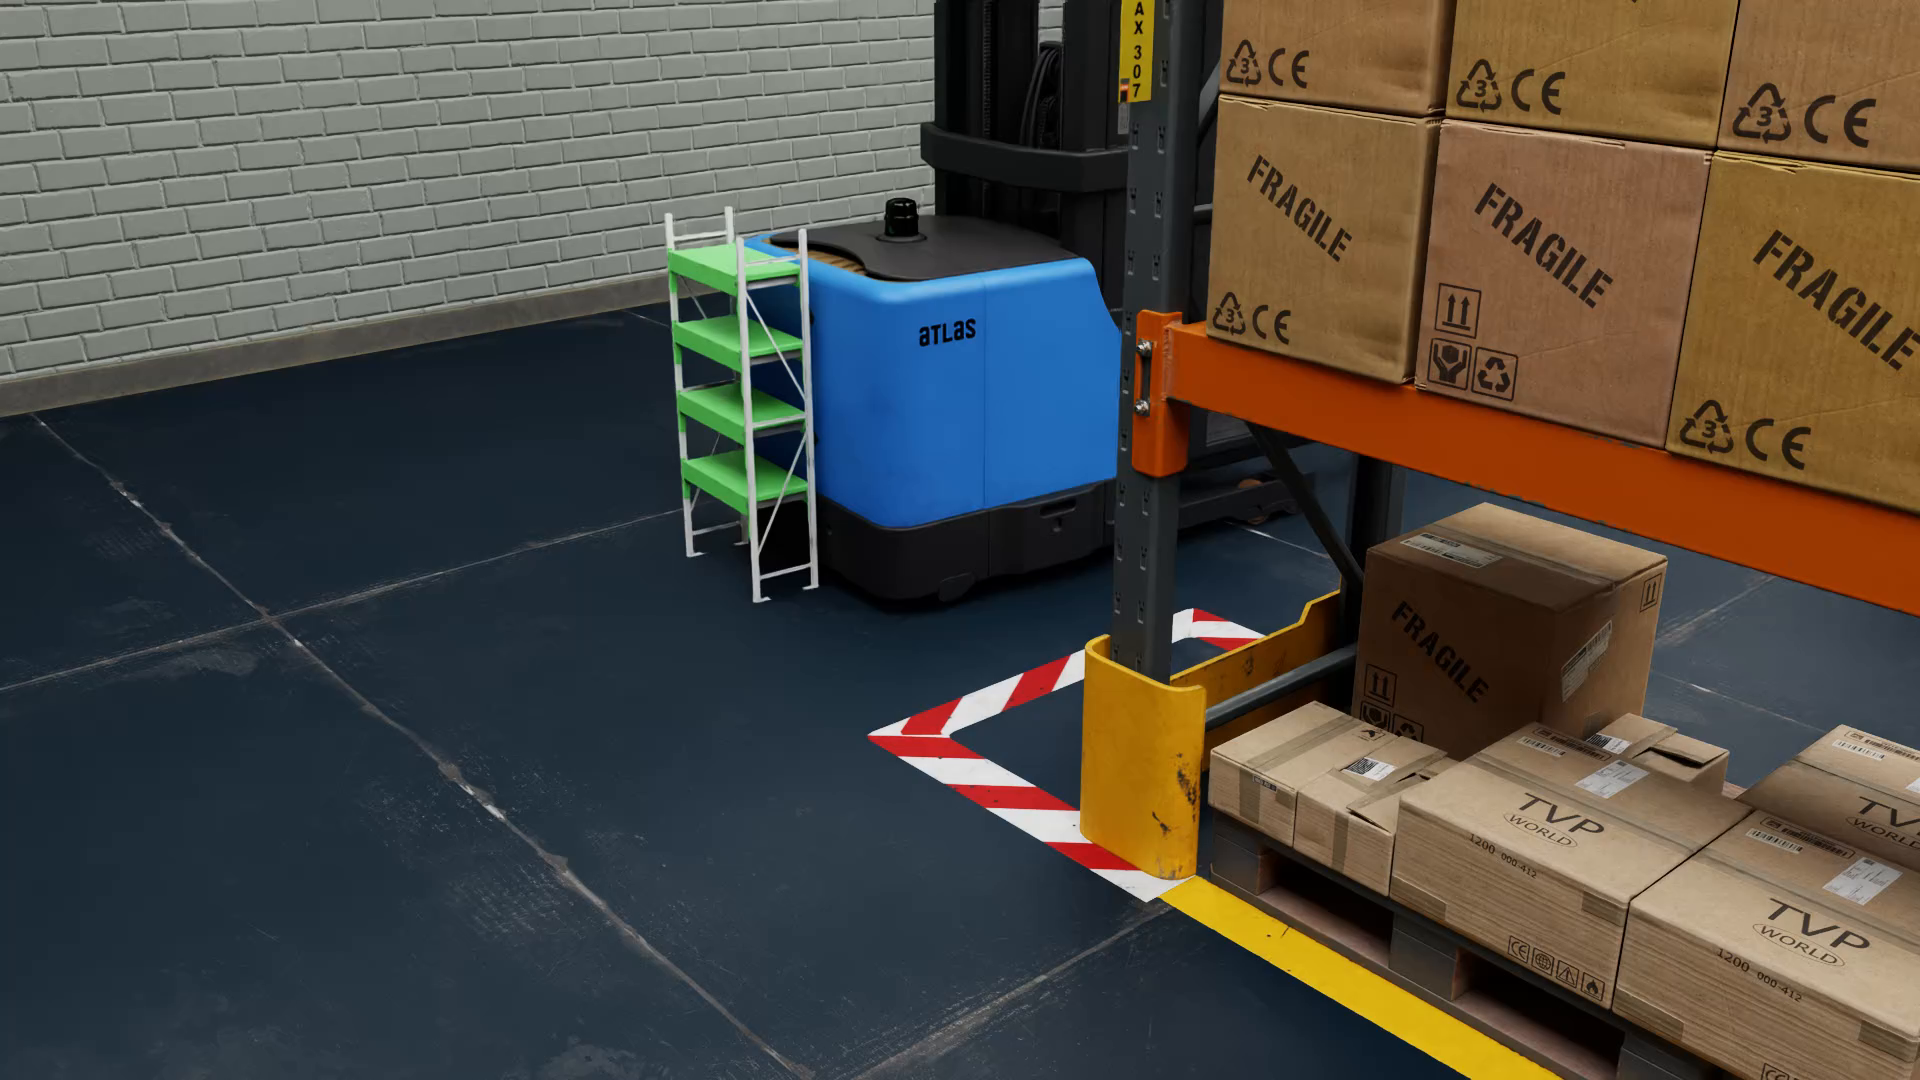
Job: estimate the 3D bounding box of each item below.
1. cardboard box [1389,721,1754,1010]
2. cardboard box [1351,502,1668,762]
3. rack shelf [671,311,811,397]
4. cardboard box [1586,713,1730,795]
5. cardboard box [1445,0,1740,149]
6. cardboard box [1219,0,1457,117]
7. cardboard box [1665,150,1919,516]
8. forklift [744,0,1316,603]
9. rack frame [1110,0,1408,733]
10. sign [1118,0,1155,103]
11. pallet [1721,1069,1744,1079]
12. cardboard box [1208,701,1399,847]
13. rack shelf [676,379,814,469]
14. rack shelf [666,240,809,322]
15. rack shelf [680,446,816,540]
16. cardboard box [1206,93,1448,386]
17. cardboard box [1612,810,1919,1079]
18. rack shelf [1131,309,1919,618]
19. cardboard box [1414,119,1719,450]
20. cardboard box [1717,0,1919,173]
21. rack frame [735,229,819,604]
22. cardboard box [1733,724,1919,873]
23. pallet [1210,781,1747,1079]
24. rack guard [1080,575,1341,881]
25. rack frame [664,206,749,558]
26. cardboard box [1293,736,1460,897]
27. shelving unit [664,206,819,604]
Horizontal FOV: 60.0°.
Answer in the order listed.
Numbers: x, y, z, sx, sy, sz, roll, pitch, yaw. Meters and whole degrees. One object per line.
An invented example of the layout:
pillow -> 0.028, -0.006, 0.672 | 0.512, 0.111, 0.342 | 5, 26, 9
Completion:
cardboard box -> 1.243, 0.642, 3.400 | 0.500, 0.250, 0.500 | -17, 27, -37
cardboard box -> 1.318, 0.261, 4.029 | 0.500, 0.500, 0.500 | -17, 27, -37
rack shelf -> -0.717, -0.614, 5.424 | 0.258, 0.148, 0.480 | -14, 26, -32
cardboard box -> 1.514, 0.550, 3.749 | 0.380, 0.166, 0.250 | -17, 27, -37
cardboard box -> 1.213, -0.974, 2.849 | 0.500, 0.500, 0.500 | -17, 27, -37
cardboard box -> 0.867, -1.116, 3.213 | 0.500, 0.500, 0.500 | -16, 27, -36
cardboard box -> 1.533, -0.370, 2.679 | 0.500, 0.500, 0.500 | -18, 27, -38
forklift -> 0.720, -1.565, 5.961 | 3.031, 2.935, 1.130 | -14, 26, -32
rack frame -> 0.777, -0.790, 3.887 | 1.000, 3.000, 0.127 | -17, 27, -37
sign -> 0.366, -1.064, 3.399 | 0.100, 0.325, 0.005 | -17, 27, -37
pallet -> 2.140, 1.087, 2.920 | 1.003, 0.211, 1.213 | -17, 27, -37
cardboard box -> 0.790, 0.530, 3.823 | 0.380, 0.149, 0.250 | -17, 27, -37
rack shelf -> -0.717, -0.391, 5.512 | 0.258, 0.148, 0.480 | -14, 26, -32
rack shelf -> -0.717, -0.838, 5.337 | 0.258, 0.148, 0.480 | -14, 26, -32
rack shelf -> -0.717, -0.167, 5.599 | 0.258, 0.148, 0.480 | -14, 26, -32
cardboard box -> 0.867, -0.651, 3.396 | 0.500, 0.500, 0.500 | -17, 27, -36
cardboard box -> 1.569, 0.780, 3.047 | 0.500, 0.250, 0.500 | -17, 27, -37
rack shelf -> 2.082, 0.098, 2.608 | 1.077, 0.370, 4.000 | -17, 27, -37
cardboard box -> 1.207, -0.510, 3.035 | 0.500, 0.500, 0.500 | -18, 28, -38
cardboard box -> 1.536, -0.834, 2.493 | 0.500, 0.500, 0.500 | -17, 27, -37
rack frame -> -0.577, -0.378, 5.303 | 0.240, 1.200, 0.015 | -14, 26, -32
cardboard box -> 1.916, 0.647, 3.386 | 0.500, 0.250, 0.500 | -17, 27, -37
pallet -> 1.347, 0.750, 3.780 | 1.003, 0.211, 1.213 | -17, 27, -37
rack guard -> 0.826, 0.395, 4.289 | 1.175, 0.500, 0.348 | -17, 27, -37
rack frame -> -0.857, -0.523, 5.675 | 0.240, 1.200, 0.015 | -14, 26, -32
cardboard box -> 0.953, 0.591, 3.643 | 0.380, 0.166, 0.250 | -17, 27, -37
shelving unit -> -0.717, -0.450, 5.489 | 0.258, 1.200, 0.503 | -14, 26, -32
